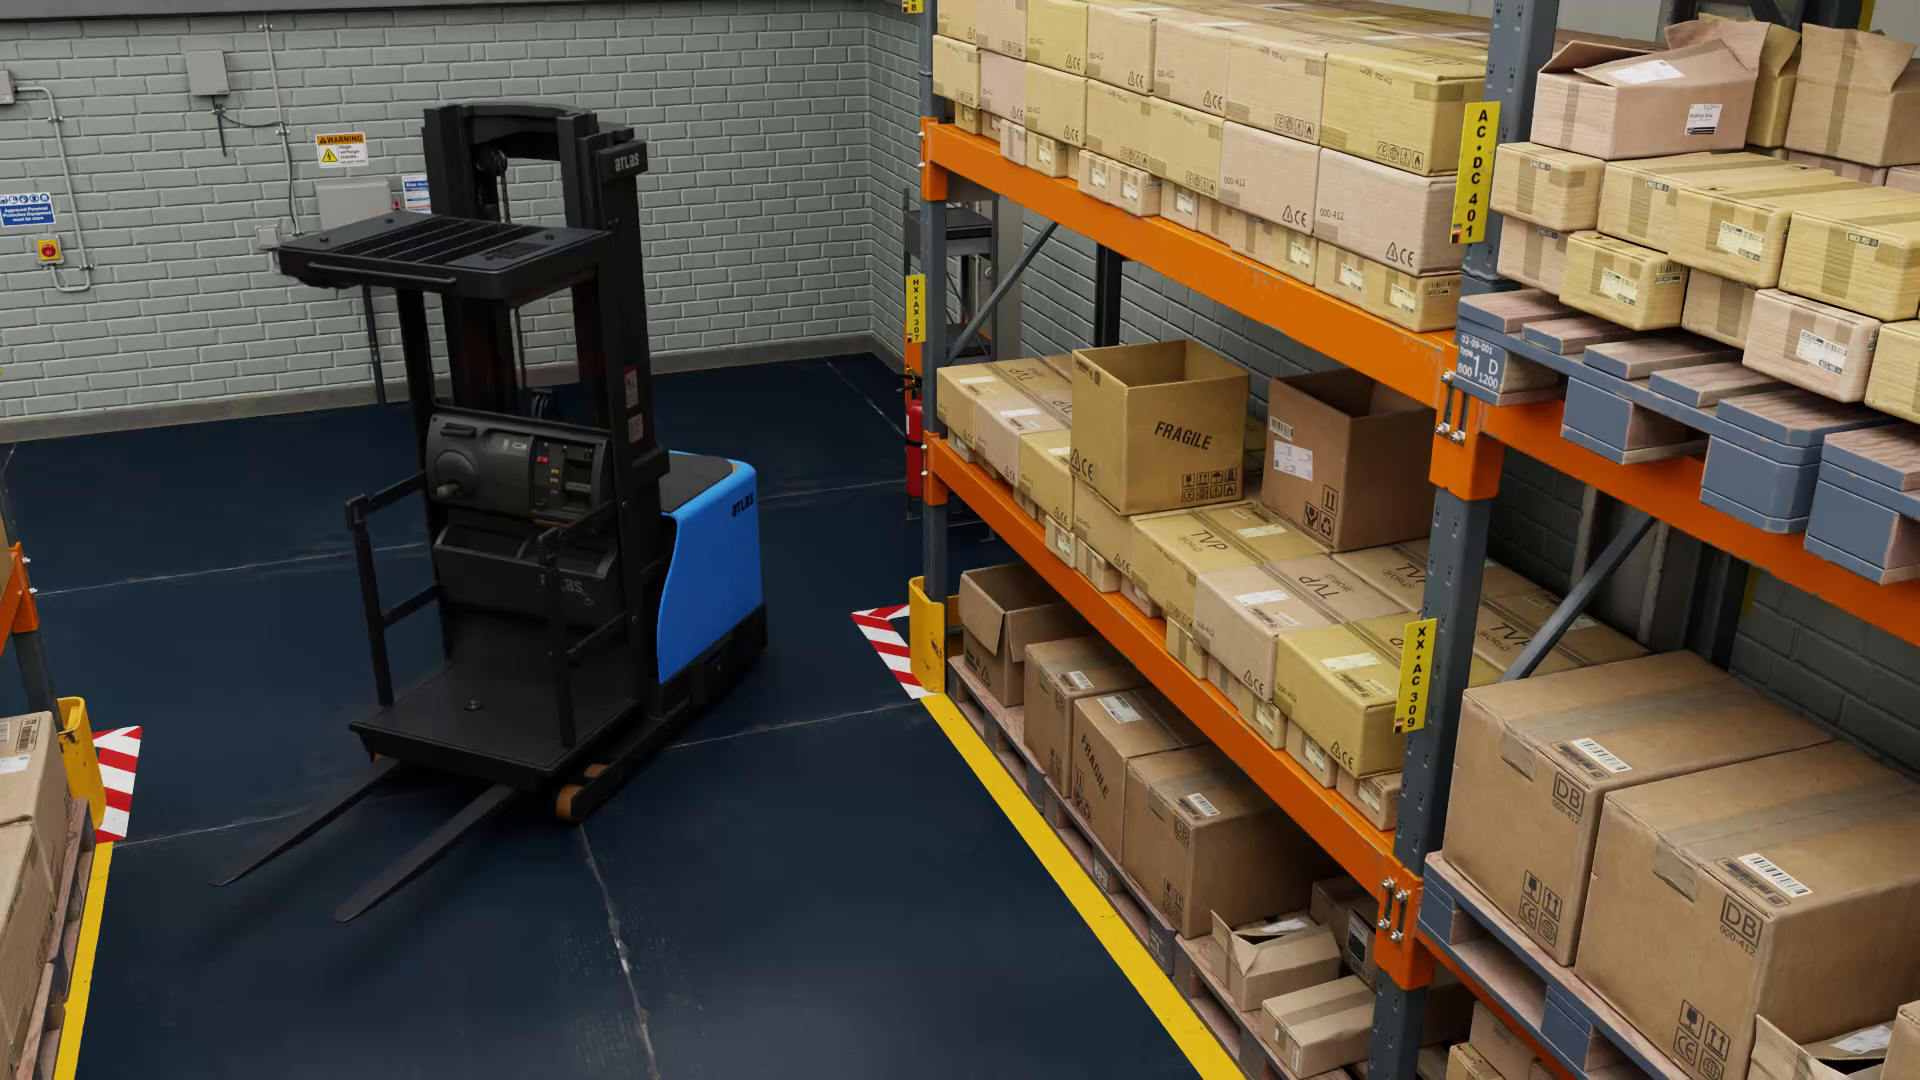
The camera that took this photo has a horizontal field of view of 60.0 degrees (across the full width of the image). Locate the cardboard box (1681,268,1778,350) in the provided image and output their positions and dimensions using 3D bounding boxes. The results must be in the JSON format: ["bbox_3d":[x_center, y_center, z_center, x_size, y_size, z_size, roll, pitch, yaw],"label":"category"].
[{"bbox_3d":[1.689,-0.481,3.322,0.380,0.149,0.250,-8,24,-19],"label":"cardboard box"}]

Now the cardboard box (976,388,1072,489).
[{"bbox_3d":[0.389,-0.452,7.271,0.500,0.250,0.500,-8,24,-18],"label":"cardboard box"}]

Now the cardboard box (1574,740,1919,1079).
[{"bbox_3d":[1.860,0.839,3.728,0.700,0.500,0.500,-8,24,-18],"label":"cardboard box"}]

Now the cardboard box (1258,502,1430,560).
[{"bbox_3d":[1.429,0.030,6.127,0.500,0.250,0.500,-8,24,-18],"label":"cardboard box"}]

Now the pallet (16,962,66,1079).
[{"bbox_3d":[-3.557,1.920,5.422,1.003,0.211,1.213,-8,24,-19],"label":"pallet"}]

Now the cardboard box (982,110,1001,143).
[{"bbox_3d":[0.314,-1.796,7.111,0.380,0.149,0.250,-8,24,-18],"label":"cardboard box"}]

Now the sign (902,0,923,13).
[{"bbox_3d":[-0.205,-2.480,7.284,0.100,0.325,0.005,-8,24,-19],"label":"sign"}]

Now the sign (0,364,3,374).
[{"bbox_3d":[-3.828,-0.799,6.488,0.100,0.325,0.005,-8,24,-19],"label":"sign"}]

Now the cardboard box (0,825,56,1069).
[{"bbox_3d":[-3.682,1.458,5.687,0.875,0.438,0.875,-8,24,-18],"label":"cardboard box"}]

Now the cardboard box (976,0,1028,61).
[{"bbox_3d":[0.386,-2.067,6.596,0.500,0.250,0.500,-9,24,-19],"label":"cardboard box"}]

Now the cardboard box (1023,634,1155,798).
[{"bbox_3d":[0.695,0.740,7.309,0.700,0.500,0.500,-7,24,-17],"label":"cardboard box"}]

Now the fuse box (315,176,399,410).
[{"bbox_3d":[-4.337,-1.774,12.256,0.539,1.711,0.414,-8,24,-19],"label":"fuse box"}]

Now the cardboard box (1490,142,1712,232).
[{"bbox_3d":[1.410,-0.790,3.672,0.380,0.149,0.250,-8,24,-17],"label":"cardboard box"}]

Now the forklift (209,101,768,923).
[{"bbox_3d":[-2.049,-0.297,7.182,1.130,2.935,3.031,9,25,21],"label":"forklift"}]

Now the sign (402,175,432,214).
[{"bbox_3d":[-3.948,-2.467,12.363,0.329,0.494,0.001,-8,24,-19],"label":"sign"}]

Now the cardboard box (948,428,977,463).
[{"bbox_3d":[0.162,-0.496,7.889,0.380,0.149,0.250,-9,24,-19],"label":"cardboard box"}]

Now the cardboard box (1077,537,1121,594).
[{"bbox_3d":[0.682,0.071,6.542,0.380,0.149,0.250,-8,24,-18],"label":"cardboard box"}]

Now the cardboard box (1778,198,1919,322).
[{"bbox_3d":[1.737,-0.515,3.019,0.380,0.149,0.250,-9,24,-20],"label":"cardboard box"}]

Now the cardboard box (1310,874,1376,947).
[{"bbox_3d":[1.550,1.374,6.257,0.380,0.149,0.250,-9,24,-20],"label":"cardboard box"}]

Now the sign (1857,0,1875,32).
[{"bbox_3d":[2.233,-1.195,4.189,0.100,0.325,0.005,-8,24,-19],"label":"sign"}]

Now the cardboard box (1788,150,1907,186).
[{"bbox_3d":[2.042,-0.776,3.638,0.380,0.149,0.250,-8,24,-19],"label":"cardboard box"}]

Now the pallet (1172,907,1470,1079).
[{"bbox_3d":[1.474,1.720,5.899,1.003,0.211,1.213,-8,24,-19],"label":"pallet"}]

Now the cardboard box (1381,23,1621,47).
[{"bbox_3d":[1.609,-1.402,5.018,0.500,0.250,0.500,-9,24,-20],"label":"cardboard box"}]

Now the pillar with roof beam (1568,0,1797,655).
[{"bbox_3d":[-1.715,-1.866,3.092,9.100,9.000,0.400,-8,24,-19],"label":"pillar with roof beam"}]

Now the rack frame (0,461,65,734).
[{"bbox_3d":[-4.340,-0.087,6.594,1.000,3.000,0.127,-8,24,-19],"label":"rack frame"}]

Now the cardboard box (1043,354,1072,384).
[{"bbox_3d":[0.713,-0.707,7.874,0.500,0.250,0.500,-8,24,-17],"label":"cardboard box"}]

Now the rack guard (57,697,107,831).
[{"bbox_3d":[-4.349,1.056,7.100,1.175,0.500,0.348,-8,24,-19],"label":"rack guard"}]

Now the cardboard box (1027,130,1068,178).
[{"bbox_3d":[0.480,-1.502,6.413,0.380,0.149,0.250,-8,24,-19],"label":"cardboard box"}]

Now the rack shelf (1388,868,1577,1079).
[{"bbox_3d":[2.422,1.742,3.180,1.077,0.370,4.000,-8,24,-19],"label":"rack shelf"}]

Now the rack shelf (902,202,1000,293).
[{"bbox_3d":[-0.059,-1.660,9.718,0.431,0.518,0.480,-8,24,-19],"label":"rack shelf"}]

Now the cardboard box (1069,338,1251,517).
[{"bbox_3d":[0.741,-0.436,6.267,0.500,0.500,0.500,-8,24,-18],"label":"cardboard box"}]

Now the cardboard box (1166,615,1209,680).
[{"bbox_3d":[0.956,0.348,5.886,0.380,0.149,0.250,-9,24,-20],"label":"cardboard box"}]

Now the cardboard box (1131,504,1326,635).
[{"bbox_3d":[0.952,0.102,5.957,0.500,0.250,0.500,-9,24,-19],"label":"cardboard box"}]

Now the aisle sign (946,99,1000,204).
[{"bbox_3d":[0.003,-1.952,7.671,0.394,0.787,0.004,-8,24,-19],"label":"aisle sign"}]

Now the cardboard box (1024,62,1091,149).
[{"bbox_3d":[0.571,-1.651,6.254,0.500,0.250,0.500,-9,25,-21],"label":"cardboard box"}]

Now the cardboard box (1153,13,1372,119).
[{"bbox_3d":[0.953,-1.515,5.288,0.500,0.250,0.500,-8,24,-18],"label":"cardboard box"}]

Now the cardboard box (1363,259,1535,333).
[{"bbox_3d":[1.312,-0.672,4.445,0.380,0.149,0.250,-9,24,-19],"label":"cardboard box"}]

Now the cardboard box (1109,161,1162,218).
[{"bbox_3d":[0.740,-1.228,5.762,0.380,0.149,0.250,-8,24,-18],"label":"cardboard box"}]

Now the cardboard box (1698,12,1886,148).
[{"bbox_3d":[1.887,-1.048,3.750,0.396,0.266,0.258,-9,24,-20],"label":"cardboard box"}]

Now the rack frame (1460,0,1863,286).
[{"bbox_3d":[1.715,-2.080,3.600,1.000,3.000,0.127,-8,24,-19],"label":"rack frame"}]

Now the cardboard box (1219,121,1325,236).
[{"bbox_3d":[1.117,-1.094,4.933,0.500,0.250,0.500,-9,25,-21],"label":"cardboard box"}]

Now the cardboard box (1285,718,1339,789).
[{"bbox_3d":[1.254,0.627,5.224,0.380,0.149,0.250,-8,24,-18],"label":"cardboard box"}]

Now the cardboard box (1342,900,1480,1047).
[{"bbox_3d":[1.703,1.457,5.852,0.500,0.311,0.500,-7,24,-17],"label":"cardboard box"}]

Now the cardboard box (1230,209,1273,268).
[{"bbox_3d":[1.059,-0.950,5.104,0.380,0.149,0.250,-8,24,-19],"label":"cardboard box"}]

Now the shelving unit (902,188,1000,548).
[{"bbox_3d":[-0.059,-1.028,9.985,0.431,2.100,0.503,-8,24,-19],"label":"shelving unit"}]

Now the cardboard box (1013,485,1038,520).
[{"bbox_3d":[0.452,-0.219,7.232,0.380,0.149,0.250,-8,24,-17],"label":"cardboard box"}]

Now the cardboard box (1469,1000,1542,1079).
[{"bbox_3d":[1.650,1.365,4.609,0.380,0.149,0.250,-9,24,-20],"label":"cardboard box"}]
